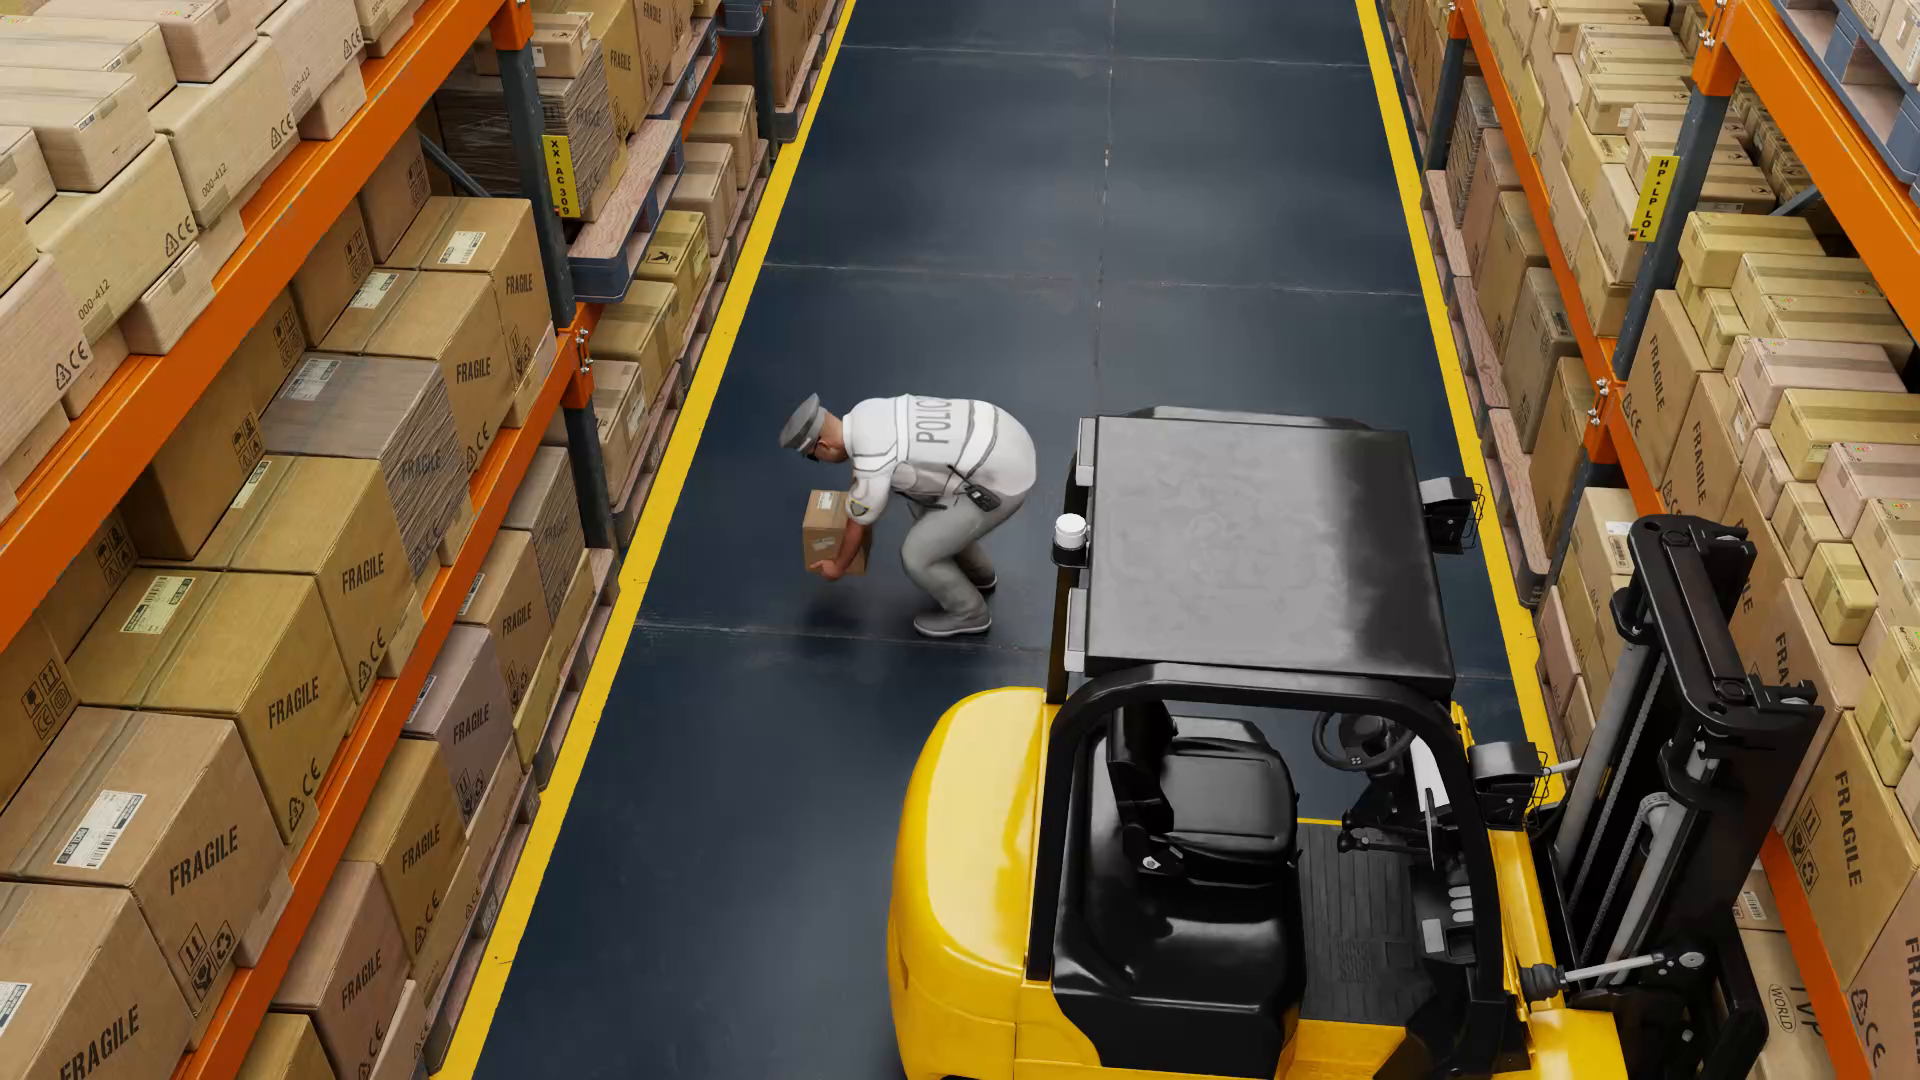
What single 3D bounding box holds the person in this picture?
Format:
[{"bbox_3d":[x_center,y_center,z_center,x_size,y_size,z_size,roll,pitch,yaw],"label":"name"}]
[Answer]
[{"bbox_3d":[-0.210,-0.133,6.851,1.031,1.063,0.540,1,40,2],"label":"person"}]
